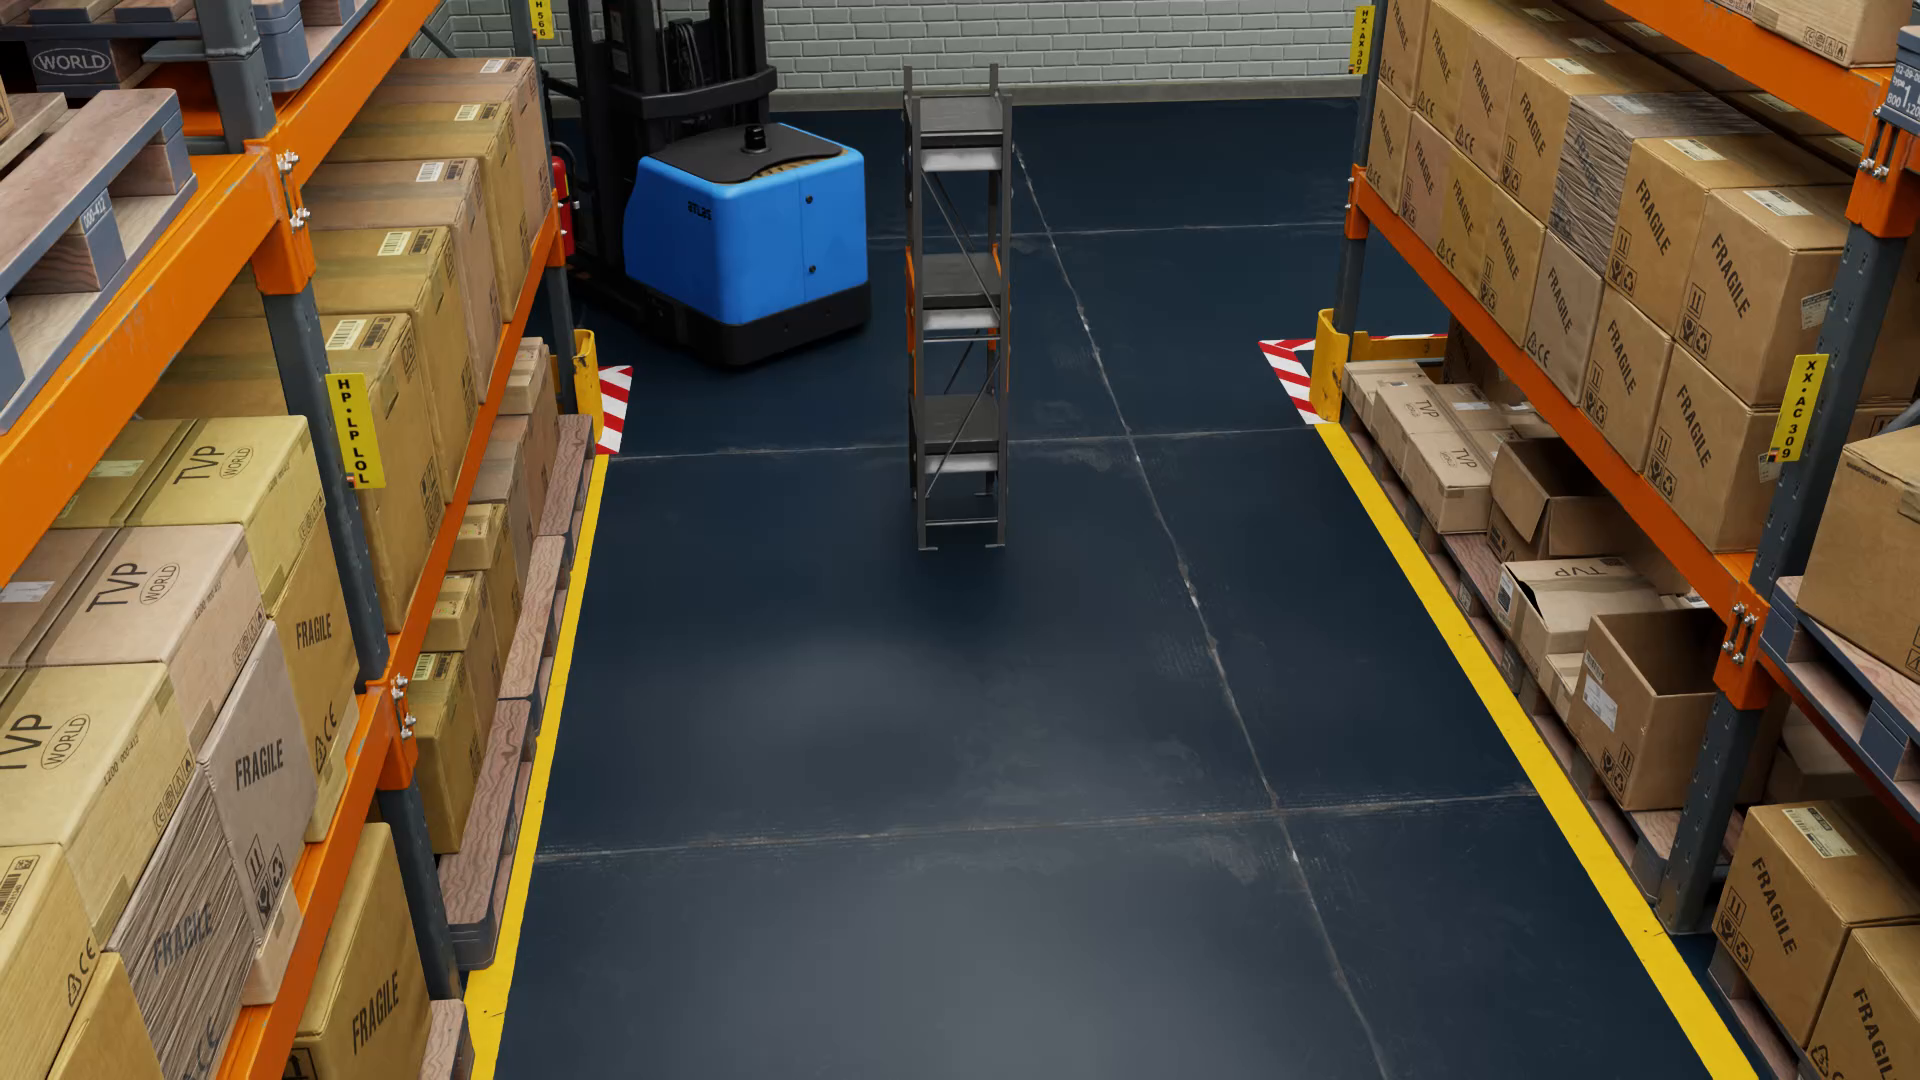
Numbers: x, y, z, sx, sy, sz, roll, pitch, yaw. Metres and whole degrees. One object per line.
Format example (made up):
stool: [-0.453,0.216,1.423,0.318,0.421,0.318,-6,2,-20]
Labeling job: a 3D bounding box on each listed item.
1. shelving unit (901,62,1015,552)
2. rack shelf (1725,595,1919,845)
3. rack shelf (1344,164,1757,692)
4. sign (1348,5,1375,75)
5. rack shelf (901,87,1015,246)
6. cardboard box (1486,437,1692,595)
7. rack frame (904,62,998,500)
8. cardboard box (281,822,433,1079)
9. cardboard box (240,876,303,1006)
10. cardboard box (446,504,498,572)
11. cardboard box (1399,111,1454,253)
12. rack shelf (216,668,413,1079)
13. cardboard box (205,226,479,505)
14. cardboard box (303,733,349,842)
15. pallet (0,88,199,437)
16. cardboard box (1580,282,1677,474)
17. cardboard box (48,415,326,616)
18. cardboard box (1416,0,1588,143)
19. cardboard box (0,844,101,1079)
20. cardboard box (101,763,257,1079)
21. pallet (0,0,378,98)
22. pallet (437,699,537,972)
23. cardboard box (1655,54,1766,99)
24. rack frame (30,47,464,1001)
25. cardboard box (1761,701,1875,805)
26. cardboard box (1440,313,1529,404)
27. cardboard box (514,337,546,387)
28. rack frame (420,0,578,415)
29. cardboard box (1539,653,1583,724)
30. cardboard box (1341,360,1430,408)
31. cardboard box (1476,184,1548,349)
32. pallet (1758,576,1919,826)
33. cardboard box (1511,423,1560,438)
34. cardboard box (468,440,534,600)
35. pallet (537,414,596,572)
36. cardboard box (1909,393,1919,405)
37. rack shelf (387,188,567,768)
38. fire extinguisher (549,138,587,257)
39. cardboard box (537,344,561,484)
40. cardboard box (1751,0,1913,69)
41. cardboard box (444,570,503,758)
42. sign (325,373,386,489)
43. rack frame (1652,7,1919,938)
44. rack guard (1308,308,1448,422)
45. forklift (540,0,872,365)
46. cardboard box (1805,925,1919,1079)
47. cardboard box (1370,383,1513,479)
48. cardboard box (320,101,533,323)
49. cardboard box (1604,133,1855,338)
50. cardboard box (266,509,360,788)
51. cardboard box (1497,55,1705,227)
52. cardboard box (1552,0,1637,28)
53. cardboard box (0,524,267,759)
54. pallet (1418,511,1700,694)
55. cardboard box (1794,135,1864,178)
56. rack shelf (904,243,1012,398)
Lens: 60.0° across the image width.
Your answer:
shelving unit: [-0.015,-0.986,7.353,0.431,2.100,0.503,-3,31,-5]
rack shelf: [3.039,1.310,3.333,1.077,0.370,4.000,-3,31,-5]
rack shelf: [2.665,-0.732,6.752,1.077,0.370,4.000,-3,31,-5]
sign: [1.938,-2.407,8.011,0.100,0.325,0.005,-3,31,-5]
rack shelf: [-0.015,-1.575,7.001,0.431,0.518,0.480,-3,31,-5]
cardboard box: [2.671,-0.096,6.991,0.797,0.503,0.637,-3,31,-5]
rack frame: [-0.038,-1.111,7.562,0.400,2.100,0.015,-3,31,-5]
cardboard box: [-1.890,1.288,4.356,0.750,0.750,0.750,-2,31,-4]
cardboard box: [-1.657,0.872,3.590,0.380,0.149,0.250,-3,31,-5]
cardboard box: [-1.947,-0.003,6.225,0.380,0.149,0.250,-4,31,-6]
cardboard box: [2.311,-1.602,7.410,0.500,0.500,0.500,-3,31,-5]
rack shelf: [-1.893,1.550,2.932,1.077,0.370,4.000,-3,31,-5]
cardboard box: [-2.177,-0.560,5.470,0.980,0.700,0.700,-4,31,-6]
cardboard box: [-1.719,0.606,4.036,0.380,0.149,0.250,-2,31,-4]
pallet: [-1.945,-0.520,2.957,0.805,0.209,1.217,-4,31,-7]
cardboard box: [2.500,-0.569,5.679,0.500,0.500,0.500,-2,31,-3]
cardboard box: [-1.781,-0.055,3.779,0.500,0.250,0.500,-2,31,-3]
cardboard box: [2.314,-2.028,7.148,0.500,0.500,0.500,-2,31,-4]
cardboard box: [-1.647,0.727,2.470,0.500,0.250,0.500,-3,31,-6]
cardboard box: [-1.690,0.781,3.111,0.500,0.500,0.500,-3,31,-4]
pallet: [-2.146,-1.448,4.411,1.003,0.211,1.213,-3,31,-5]
pallet: [-2.073,1.025,5.829,1.003,0.211,1.213,-3,31,-5]
cardboard box: [2.943,-1.535,6.323,0.500,0.500,0.500,-2,31,-3]
rack frame: [-2.080,0.220,4.457,1.000,3.000,0.127,-3,31,-5]
cardboard box: [3.028,0.721,5.811,0.500,0.311,0.500,-3,31,-5]
cardboard box: [2.774,-0.912,8.360,0.500,0.500,0.500,-3,31,-5]
cardboard box: [-2.095,-0.799,7.558,0.380,0.149,0.250,-3,31,-5]
rack frame: [-2.453,-1.823,7.876,1.000,3.000,0.127,-3,31,-5]
cardboard box: [2.421,0.549,6.256,0.380,0.149,0.250,-3,31,-5]
cardboard box: [2.175,-0.797,8.510,0.380,0.149,0.250,-3,31,-5]
cardboard box: [2.400,-1.091,6.554,0.500,0.500,0.500,-2,31,-4]
pallet: [2.818,0.476,4.215,1.003,0.211,1.213,-3,31,-5]
cardboard box: [2.833,-0.318,7.610,0.500,0.250,0.500,-3,31,-5]
cardboard box: [-2.194,-0.065,6.962,0.700,0.500,0.500,-4,31,-6]
pallet: [-2.301,-0.221,7.914,1.003,0.211,1.213,-3,31,-5]
cardboard box: [3.076,-0.336,5.290,0.500,0.500,0.500,-2,31,-3]
rack shelf: [-2.267,-0.493,6.351,1.077,0.370,4.000,-3,31,-5]
fire extinguisher: [-2.008,-1.728,8.158,0.296,0.674,0.183,-3,31,-5]
cardboard box: [-2.288,-0.577,7.819,0.700,0.500,0.500,-3,31,-5]
cardboard box: [2.542,-1.479,4.521,0.500,0.250,0.500,-3,31,-5]
cardboard box: [-2.091,0.469,6.068,0.700,0.500,0.500,-3,31,-5]
sign: [-1.540,-0.274,4.232,0.100,0.325,0.005,-3,31,-5]
rack frame: [2.852,-0.020,4.858,1.000,3.000,0.127,-3,31,-5]
rack guard: [2.485,-0.950,8.853,1.175,0.500,0.348,-3,31,-5]
forklift: [-1.890,-2.896,9.741,1.130,2.935,3.031,-25,39,-36]
cardboard box: [2.715,1.395,4.498,0.500,0.500,0.500,-2,31,-4]
cardboard box: [2.293,-0.524,7.954,0.500,0.250,0.500,-3,31,-5]
cardboard box: [-2.317,-1.321,6.743,0.980,0.700,0.700,-3,31,-5]
cardboard box: [2.496,-0.999,5.425,0.500,0.500,0.500,-3,31,-6]
cardboard box: [-1.786,0.264,3.976,0.500,0.500,0.500,-3,31,-5]
cardboard box: [2.404,-1.513,6.286,0.500,0.500,0.500,-3,31,-5]
cardboard box: [2.842,-2.062,7.205,0.500,0.500,0.500,-2,31,-3]
cardboard box: [-1.743,0.206,3.341,0.500,0.250,0.500,-2,31,-4]
pallet: [2.672,0.203,7.205,1.003,0.211,1.213,-3,31,-5]
cardboard box: [3.039,-1.009,5.442,0.500,0.500,0.500,-4,31,-6]
rack shelf: [-0.015,-0.974,7.360,0.431,0.518,0.480,-3,31,-5]
